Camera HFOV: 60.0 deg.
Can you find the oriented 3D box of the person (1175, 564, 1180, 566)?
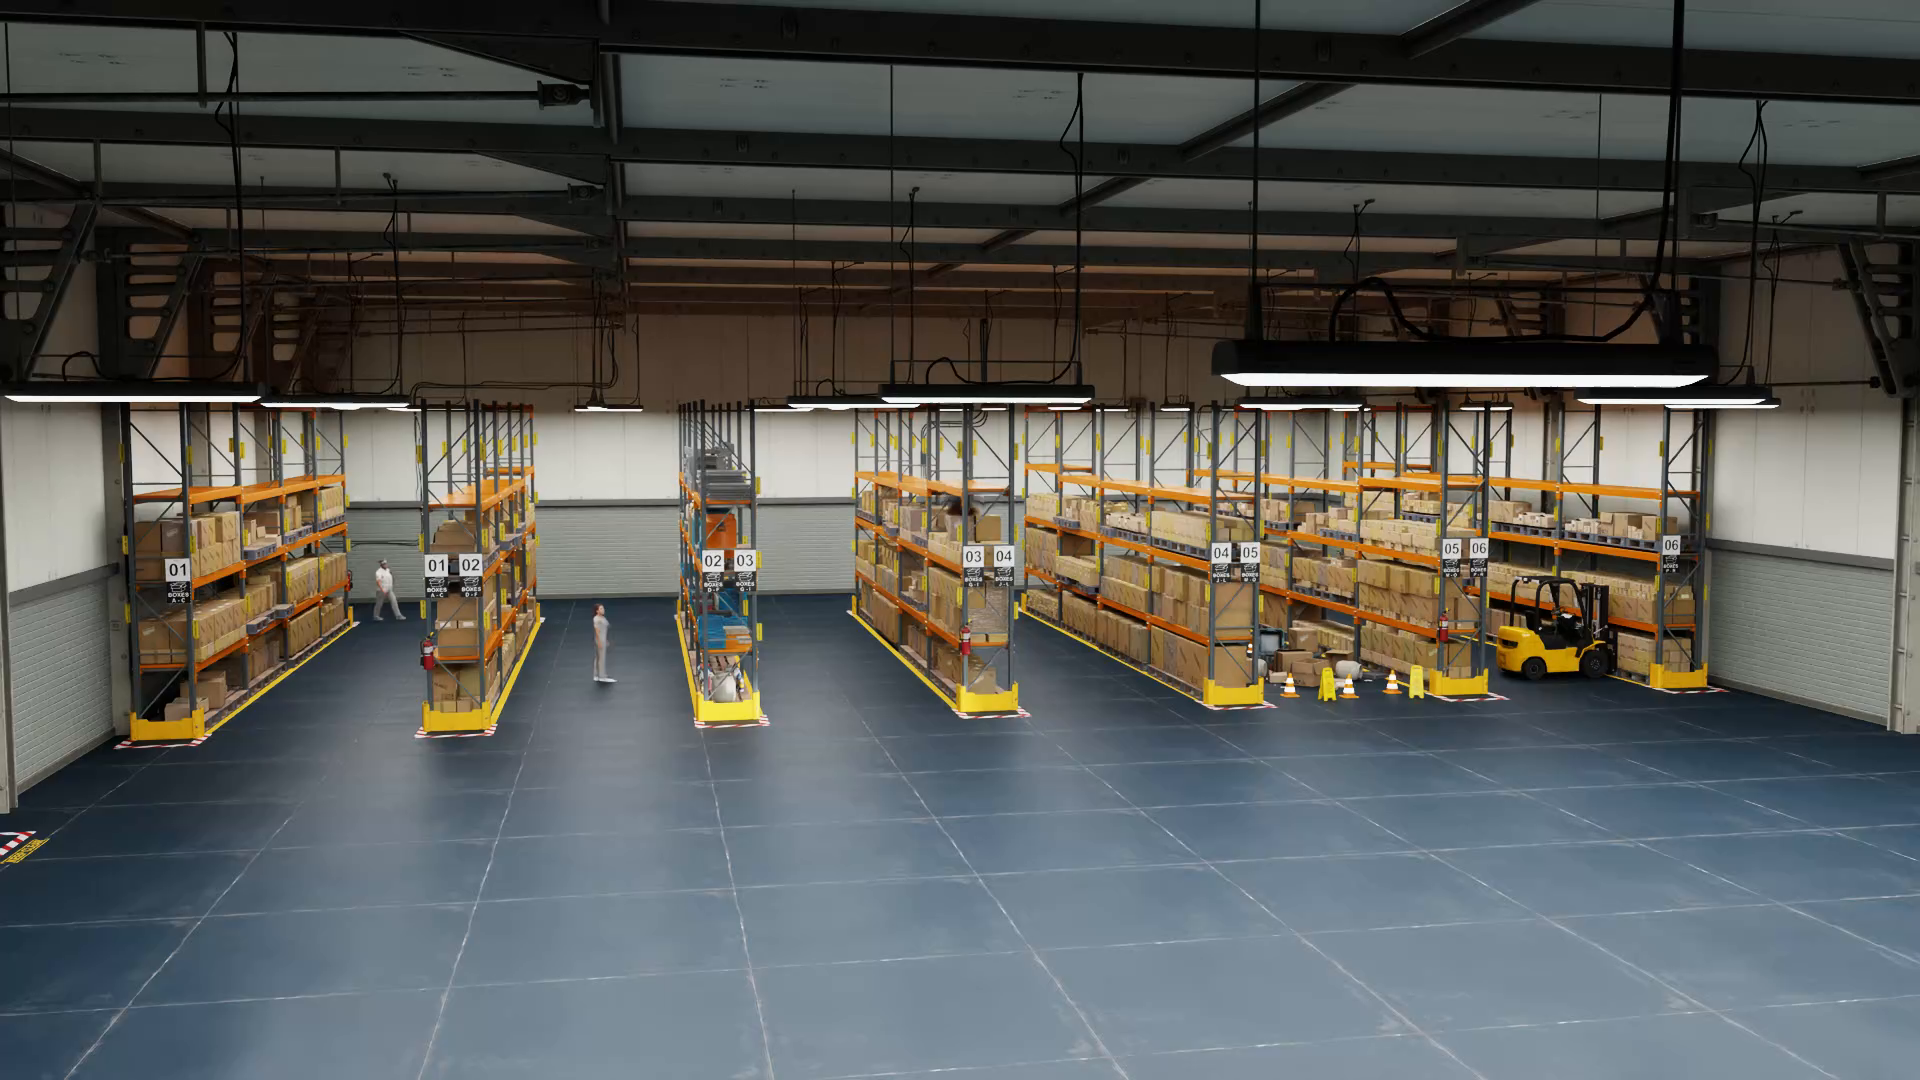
[{"bbox_3d":[5.780,1.509,44.116,0.383,1.768,0.636,-1,4,-11],"label":"person"}]

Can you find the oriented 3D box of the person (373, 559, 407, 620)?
[{"bbox_3d":[-15.807,1.377,45.883,0.991,1.716,0.588,2,5,25],"label":"person"}]

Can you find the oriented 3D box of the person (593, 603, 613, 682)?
[{"bbox_3d":[-7.677,2.198,35.730,0.442,1.677,0.467,-1,4,-8],"label":"person"}]
